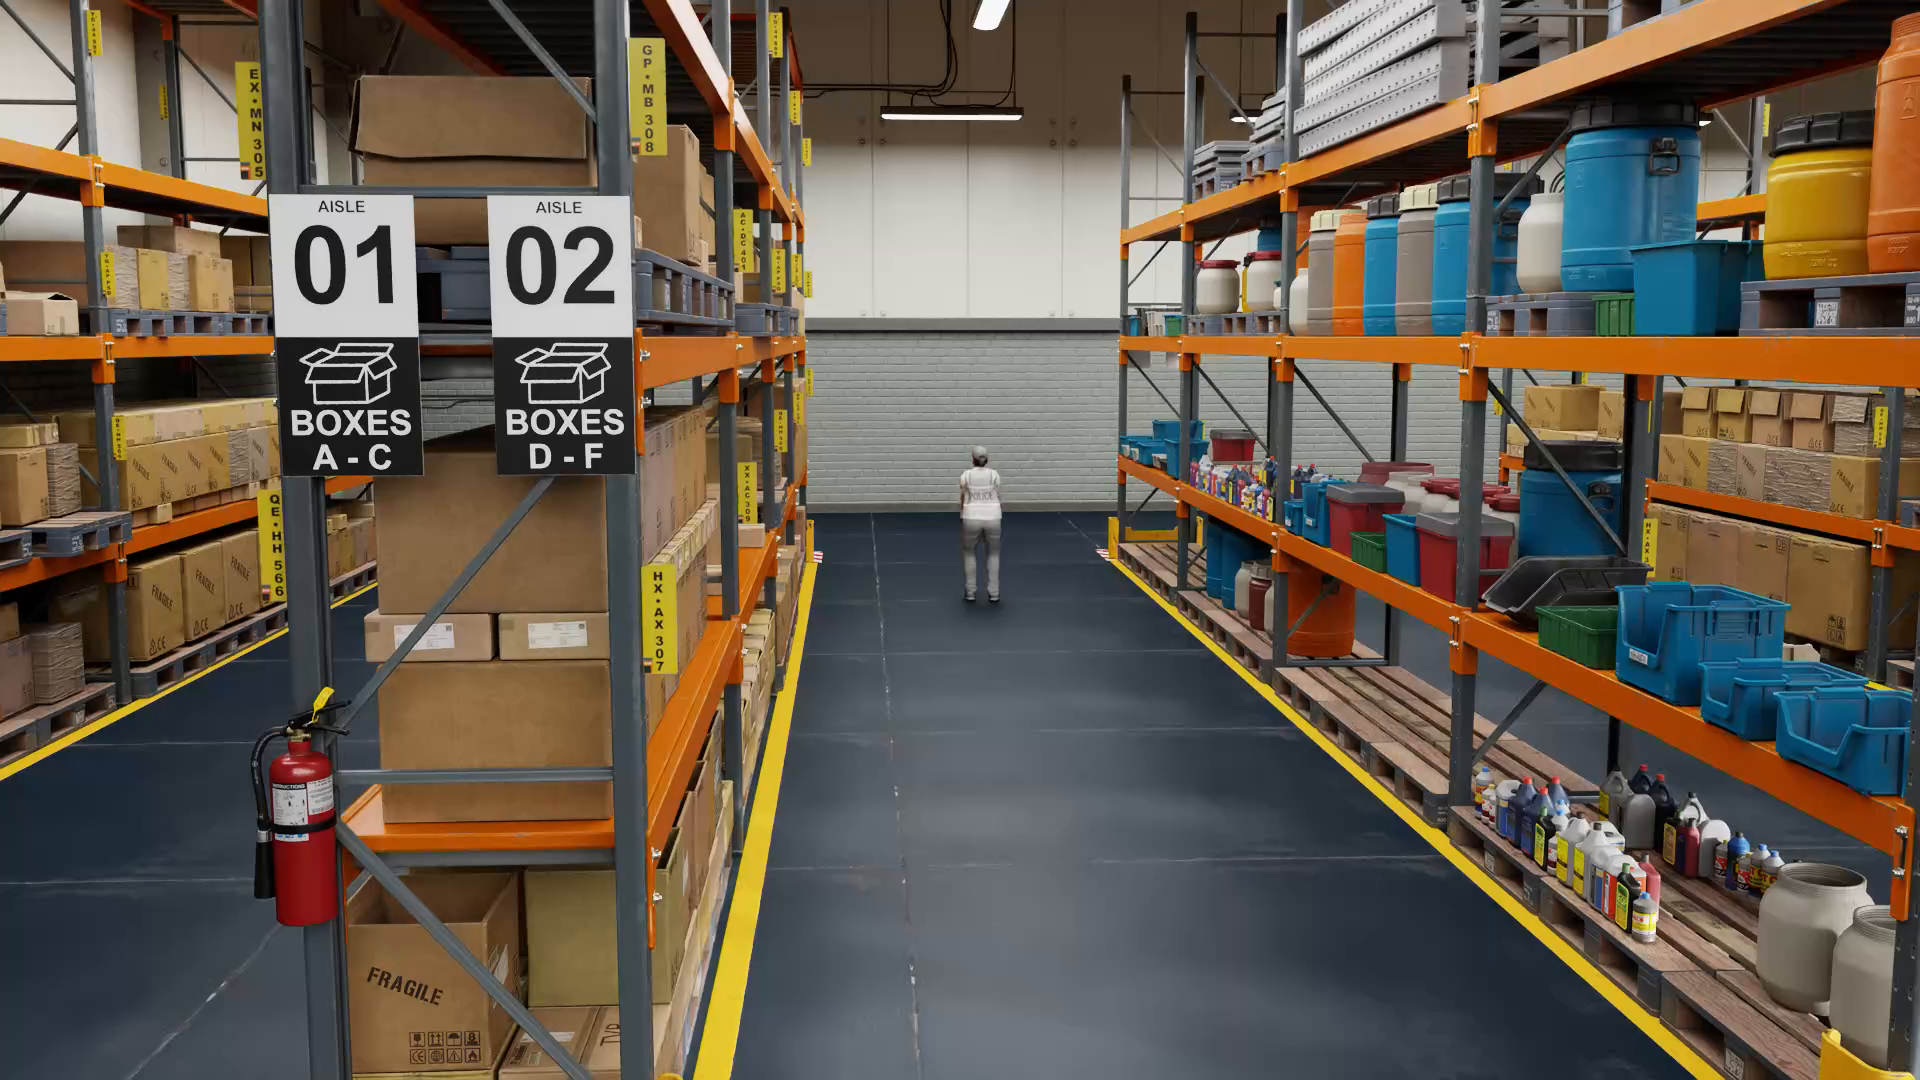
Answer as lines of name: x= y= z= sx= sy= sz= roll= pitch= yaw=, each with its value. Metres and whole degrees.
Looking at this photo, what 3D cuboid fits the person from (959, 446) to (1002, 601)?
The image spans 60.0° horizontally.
person: x=0.213 y=-0.181 z=17.762 sx=0.452 sy=1.663 sz=0.540 roll=0 pitch=7 yaw=-4
